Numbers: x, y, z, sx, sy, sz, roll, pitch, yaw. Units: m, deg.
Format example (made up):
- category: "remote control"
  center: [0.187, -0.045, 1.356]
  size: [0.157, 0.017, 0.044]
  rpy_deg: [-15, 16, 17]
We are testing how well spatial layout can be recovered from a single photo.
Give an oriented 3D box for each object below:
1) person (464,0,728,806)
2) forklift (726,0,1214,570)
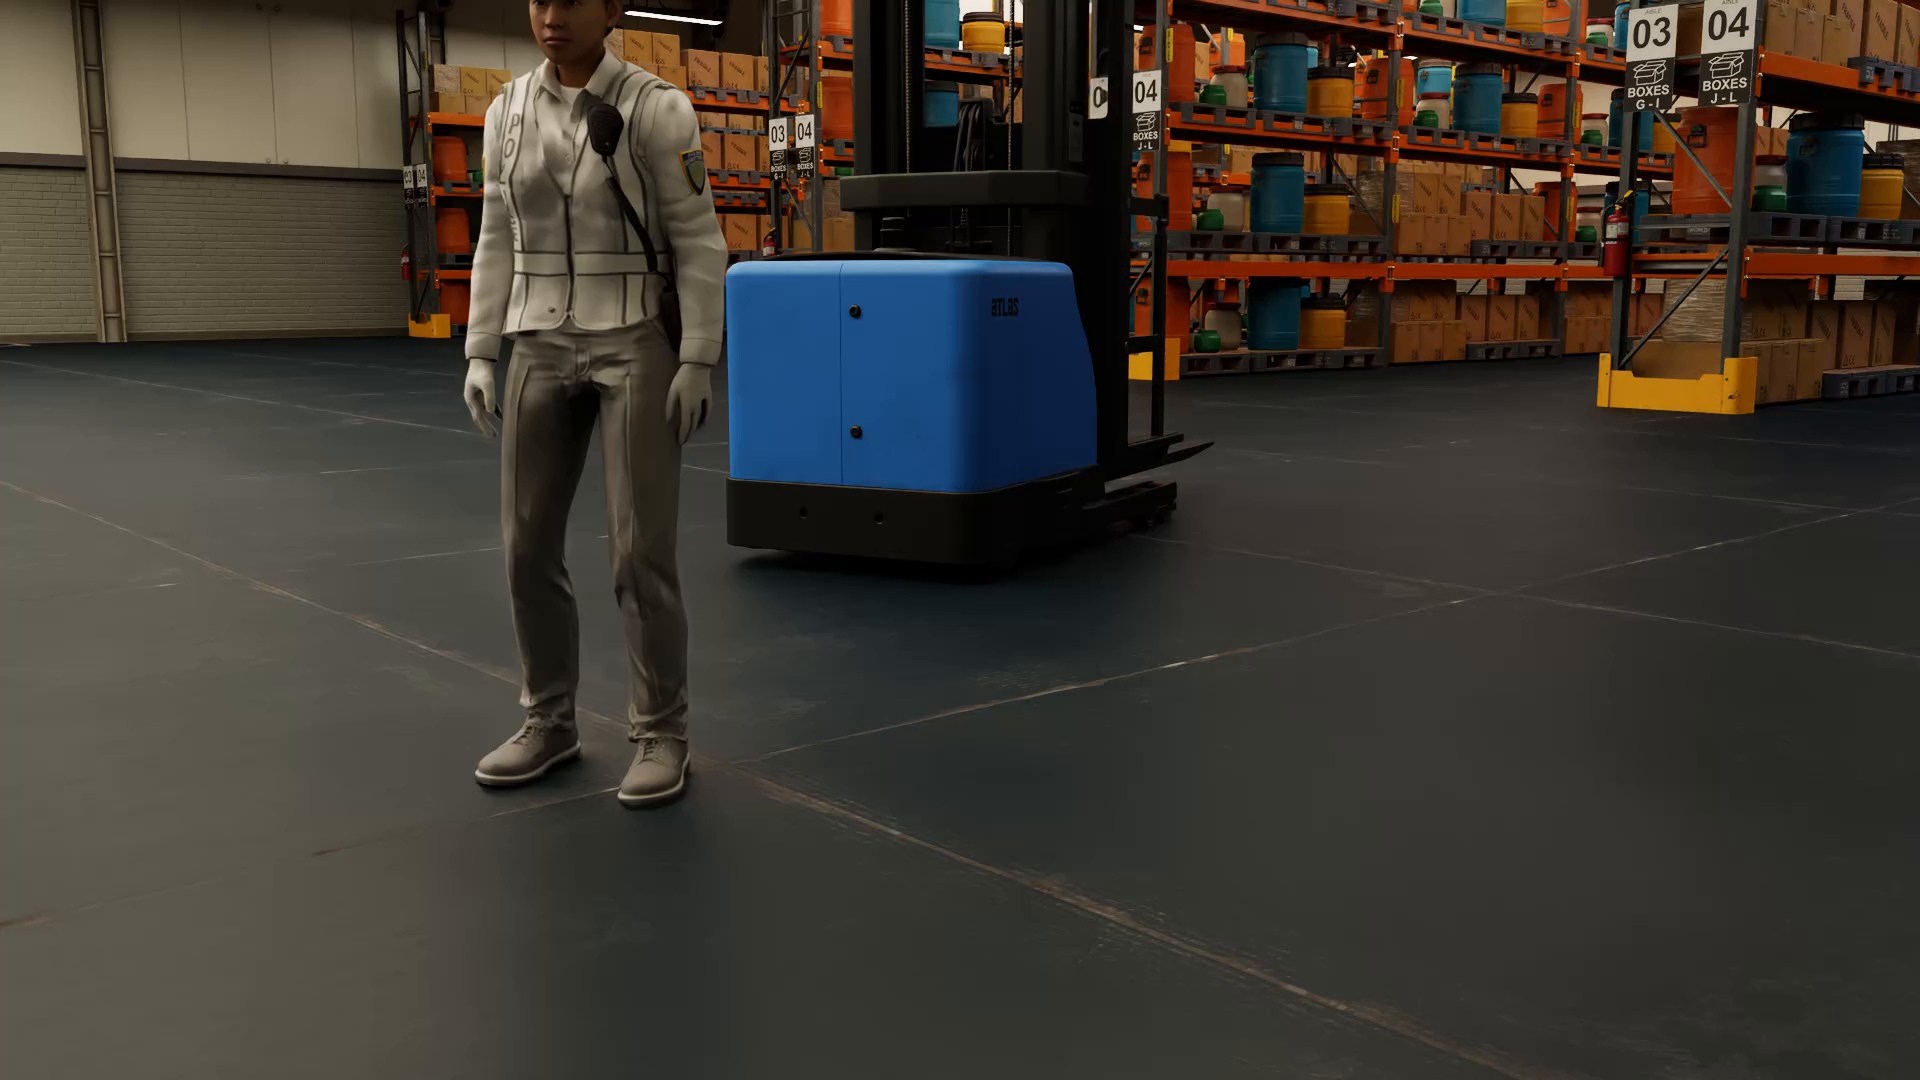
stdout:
- category: "person"
  center: [-0.732, -0.335, 3.297]
  size: [0.534, 1.667, 0.380]
  rpy_deg: [2, 9, 13]
- category: "forklift"
  center: [0.275, -1.531, 6.852]
  size: [1.130, 2.935, 3.031]
  rpy_deg: [4, 10, 26]
